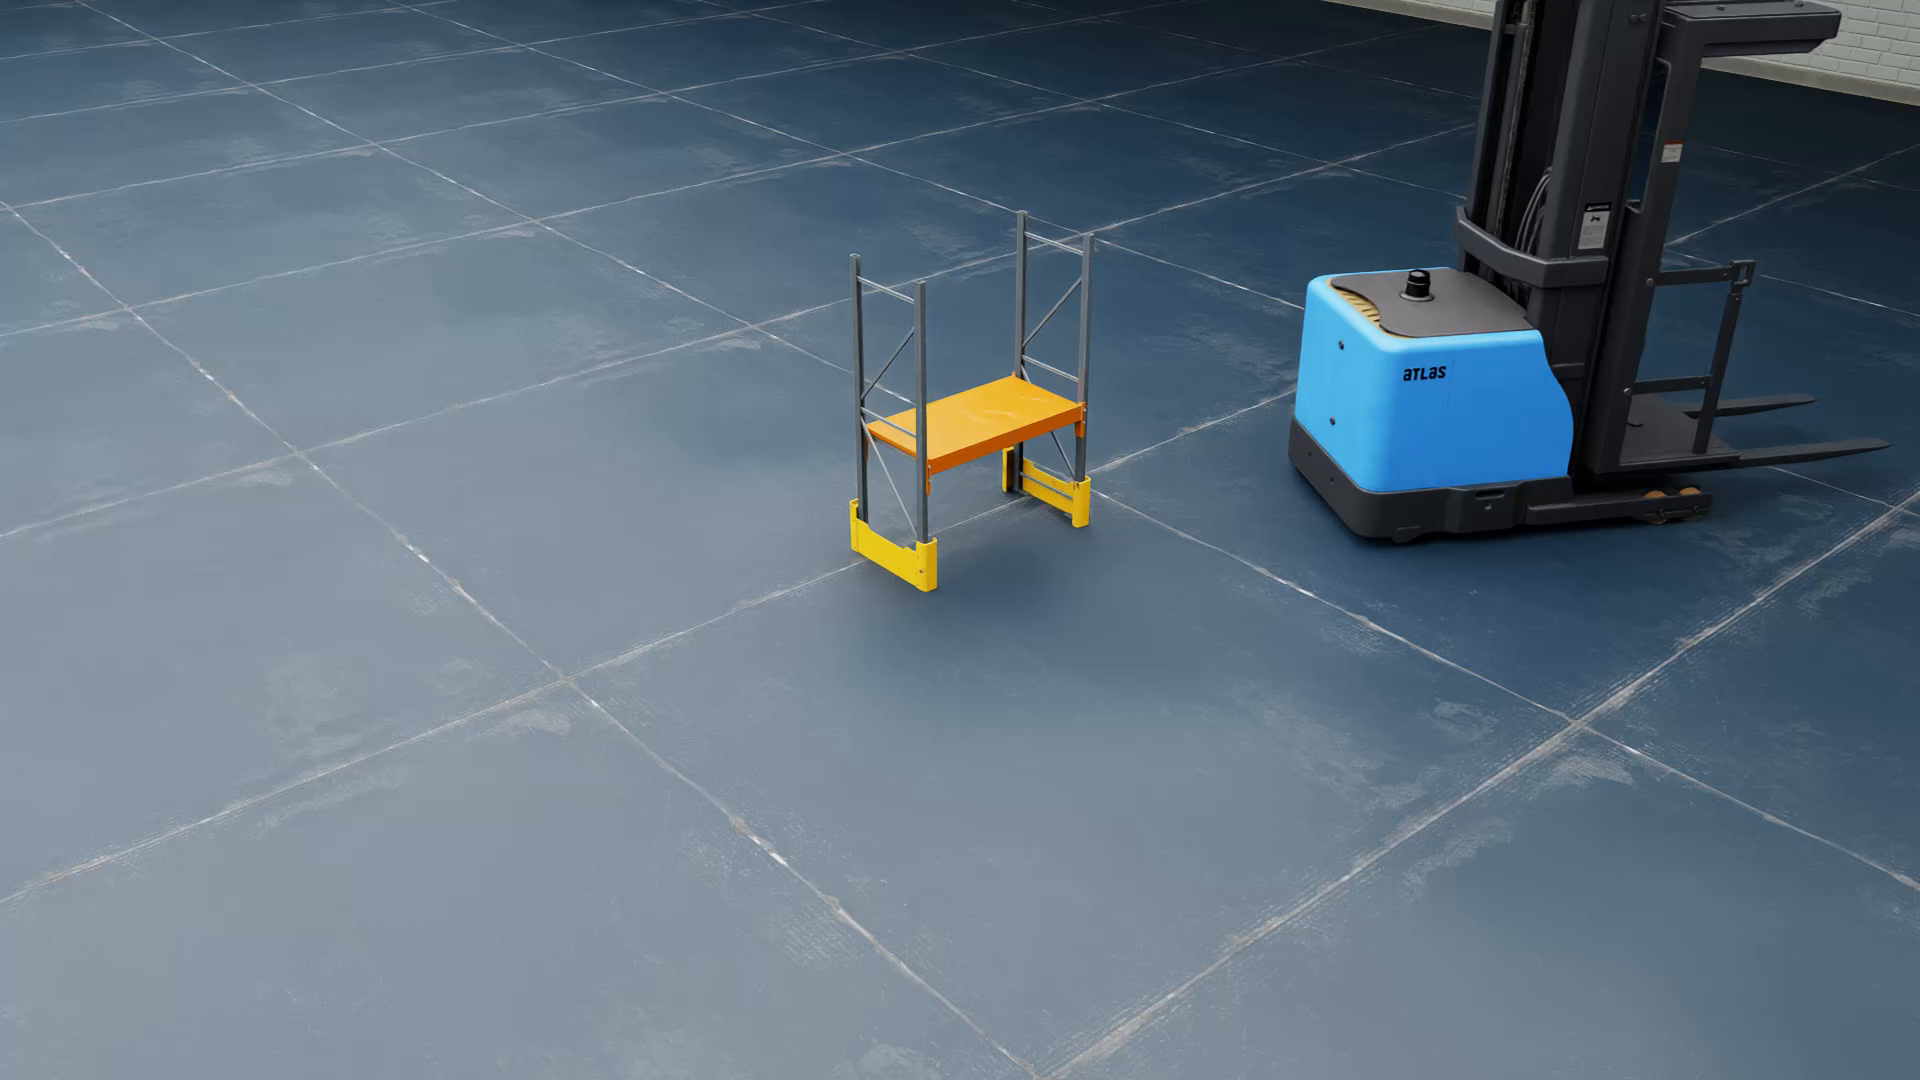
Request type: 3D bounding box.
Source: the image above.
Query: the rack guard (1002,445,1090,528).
[{"bbox_3d":[0.437,-0.286,8.520,0.087,0.250,0.587,-22,35,-35],"label":"rack guard"}]

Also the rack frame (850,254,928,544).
[{"bbox_3d":[-0.322,-0.532,7.654,0.032,1.500,0.500,-22,35,-35],"label":"rack frame"}]

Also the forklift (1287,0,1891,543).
[{"bbox_3d":[3.330,-1.610,8.154,3.031,2.935,1.130,-5,29,-10],"label":"forklift"}]

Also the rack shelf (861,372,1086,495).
[{"bbox_3d":[0.065,-0.529,8.030,1.000,0.185,0.538,-22,35,-35],"label":"rack shelf"}]

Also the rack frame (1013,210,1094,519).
[{"bbox_3d":[0.452,-0.843,8.236,0.032,1.500,0.500,-22,35,-35],"label":"rack frame"}]

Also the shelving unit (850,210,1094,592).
[{"bbox_3d":[0.058,-0.685,7.940,1.083,1.500,0.587,-22,35,-35],"label":"shelving unit"}]

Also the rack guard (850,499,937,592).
[{"bbox_3d":[-0.321,0.019,7.950,0.087,0.250,0.587,-22,35,-35],"label":"rack guard"}]
